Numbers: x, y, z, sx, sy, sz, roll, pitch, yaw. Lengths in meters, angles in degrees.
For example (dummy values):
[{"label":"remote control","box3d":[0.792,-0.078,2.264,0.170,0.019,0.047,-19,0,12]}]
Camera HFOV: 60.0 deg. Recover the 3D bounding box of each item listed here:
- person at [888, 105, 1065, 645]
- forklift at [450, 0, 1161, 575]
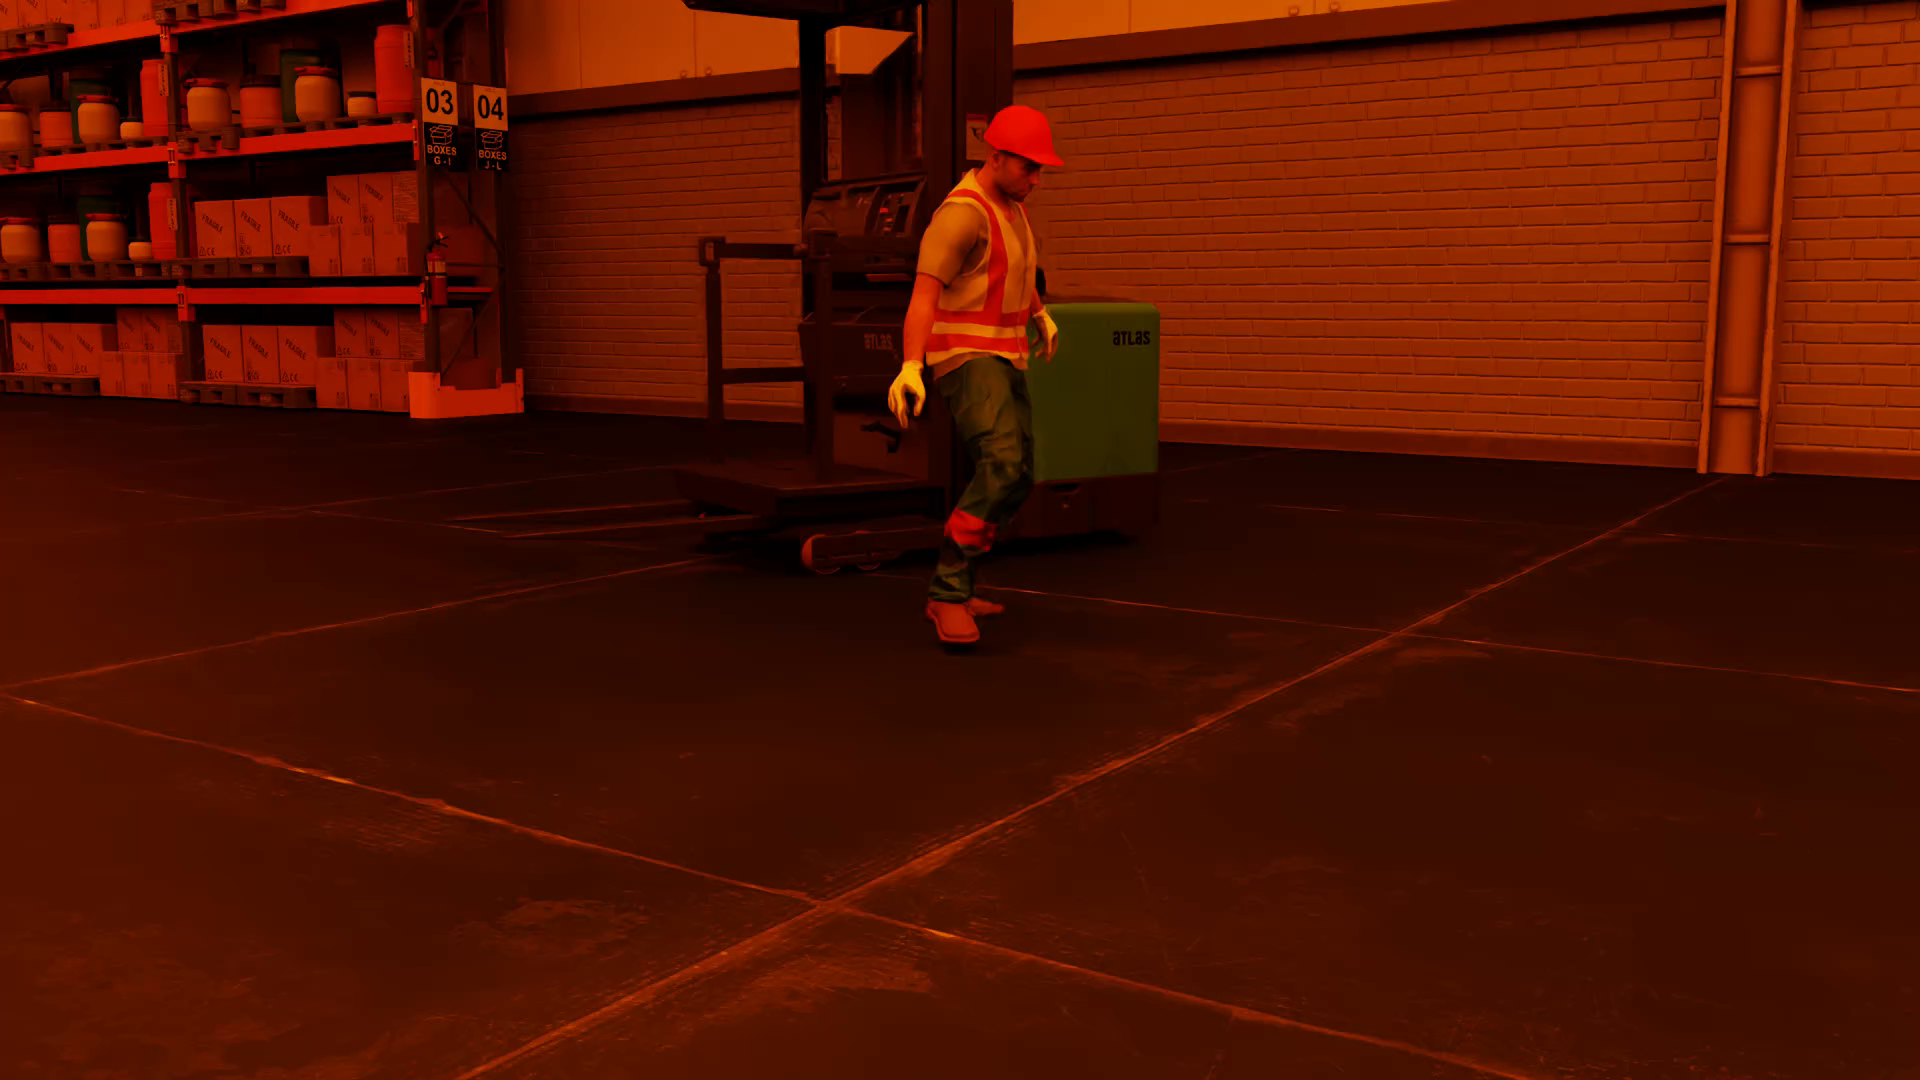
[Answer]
[{"label":"person","box3d":[0.108,-0.547,5.516,0.527,1.719,1.122,3,9,21]},{"label":"forklift","box3d":[-0.590,-1.396,7.006,3.031,2.935,1.130,-5,10,-33]}]
